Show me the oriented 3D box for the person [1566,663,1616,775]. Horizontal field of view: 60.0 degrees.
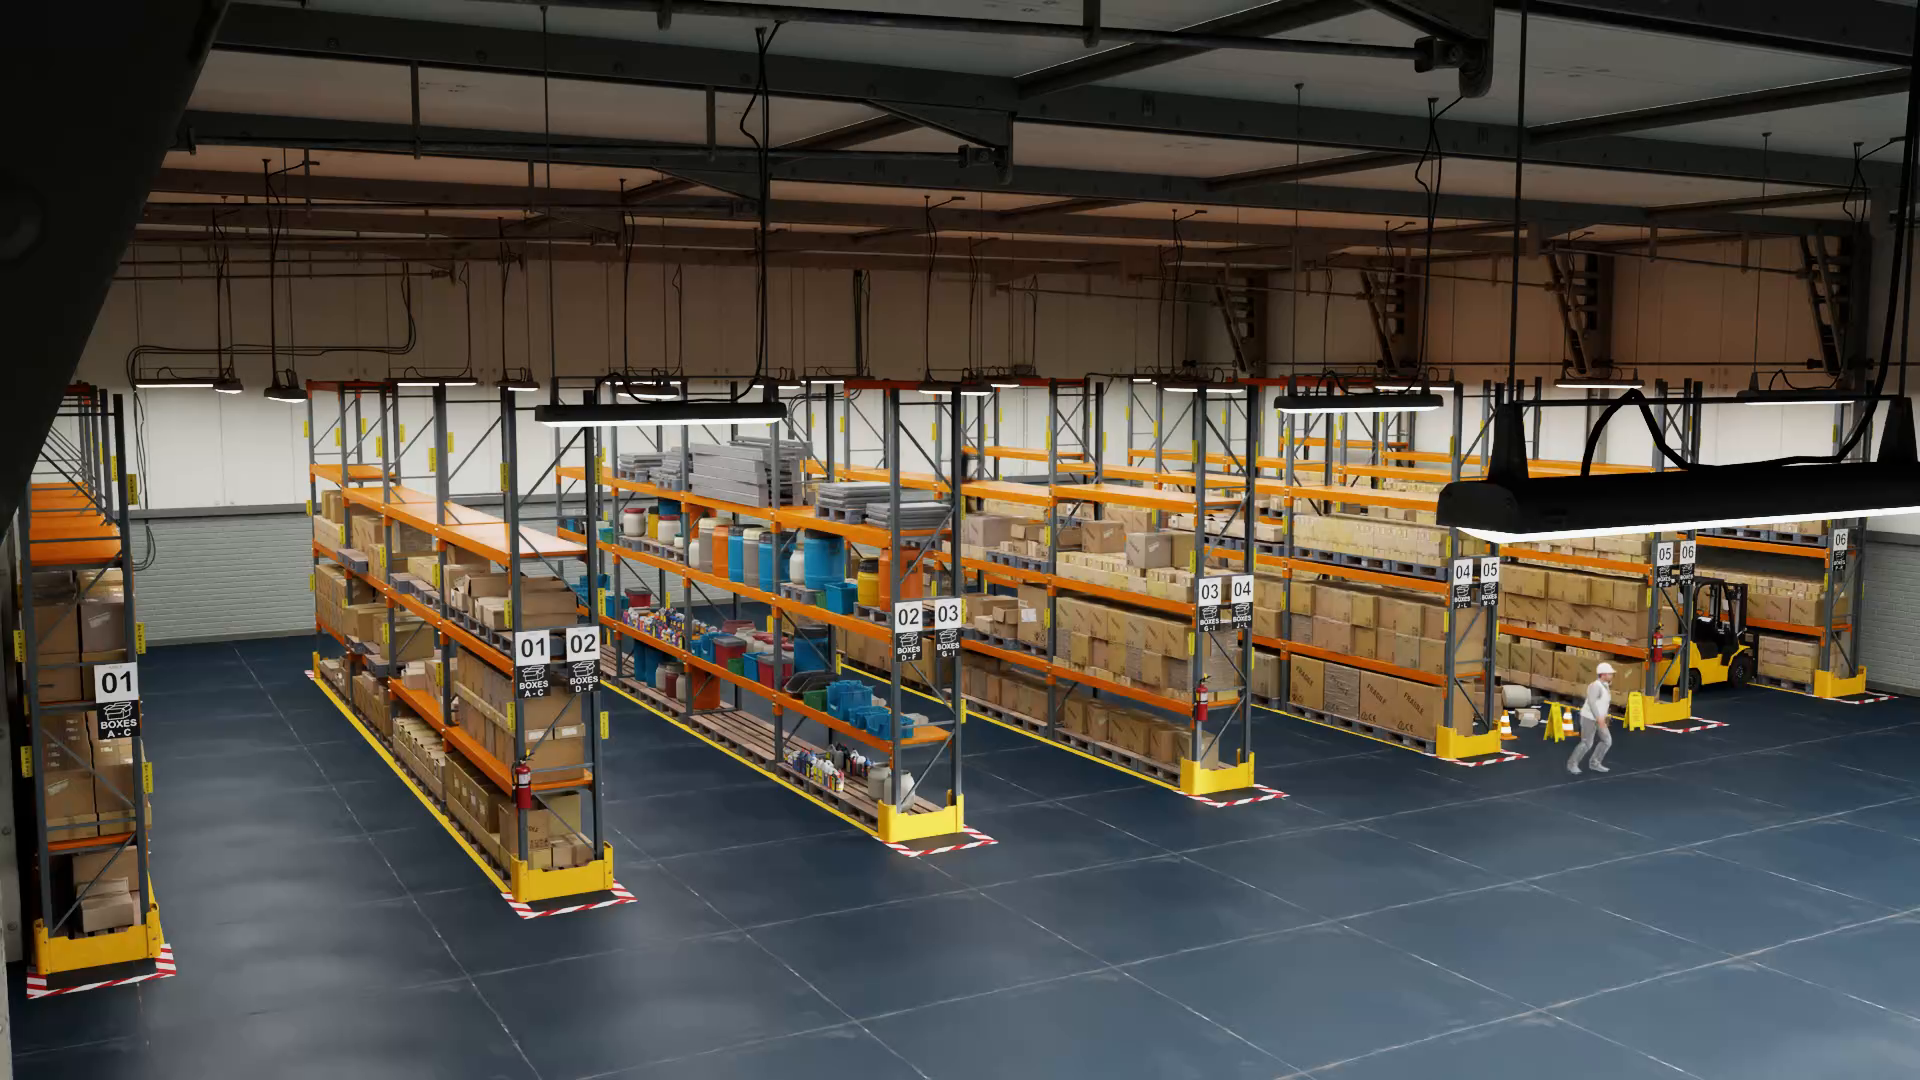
[{"bbox_3d":[9.786,2.747,25.745,0.646,1.734,0.655,4,7,35],"label":"person"}]
